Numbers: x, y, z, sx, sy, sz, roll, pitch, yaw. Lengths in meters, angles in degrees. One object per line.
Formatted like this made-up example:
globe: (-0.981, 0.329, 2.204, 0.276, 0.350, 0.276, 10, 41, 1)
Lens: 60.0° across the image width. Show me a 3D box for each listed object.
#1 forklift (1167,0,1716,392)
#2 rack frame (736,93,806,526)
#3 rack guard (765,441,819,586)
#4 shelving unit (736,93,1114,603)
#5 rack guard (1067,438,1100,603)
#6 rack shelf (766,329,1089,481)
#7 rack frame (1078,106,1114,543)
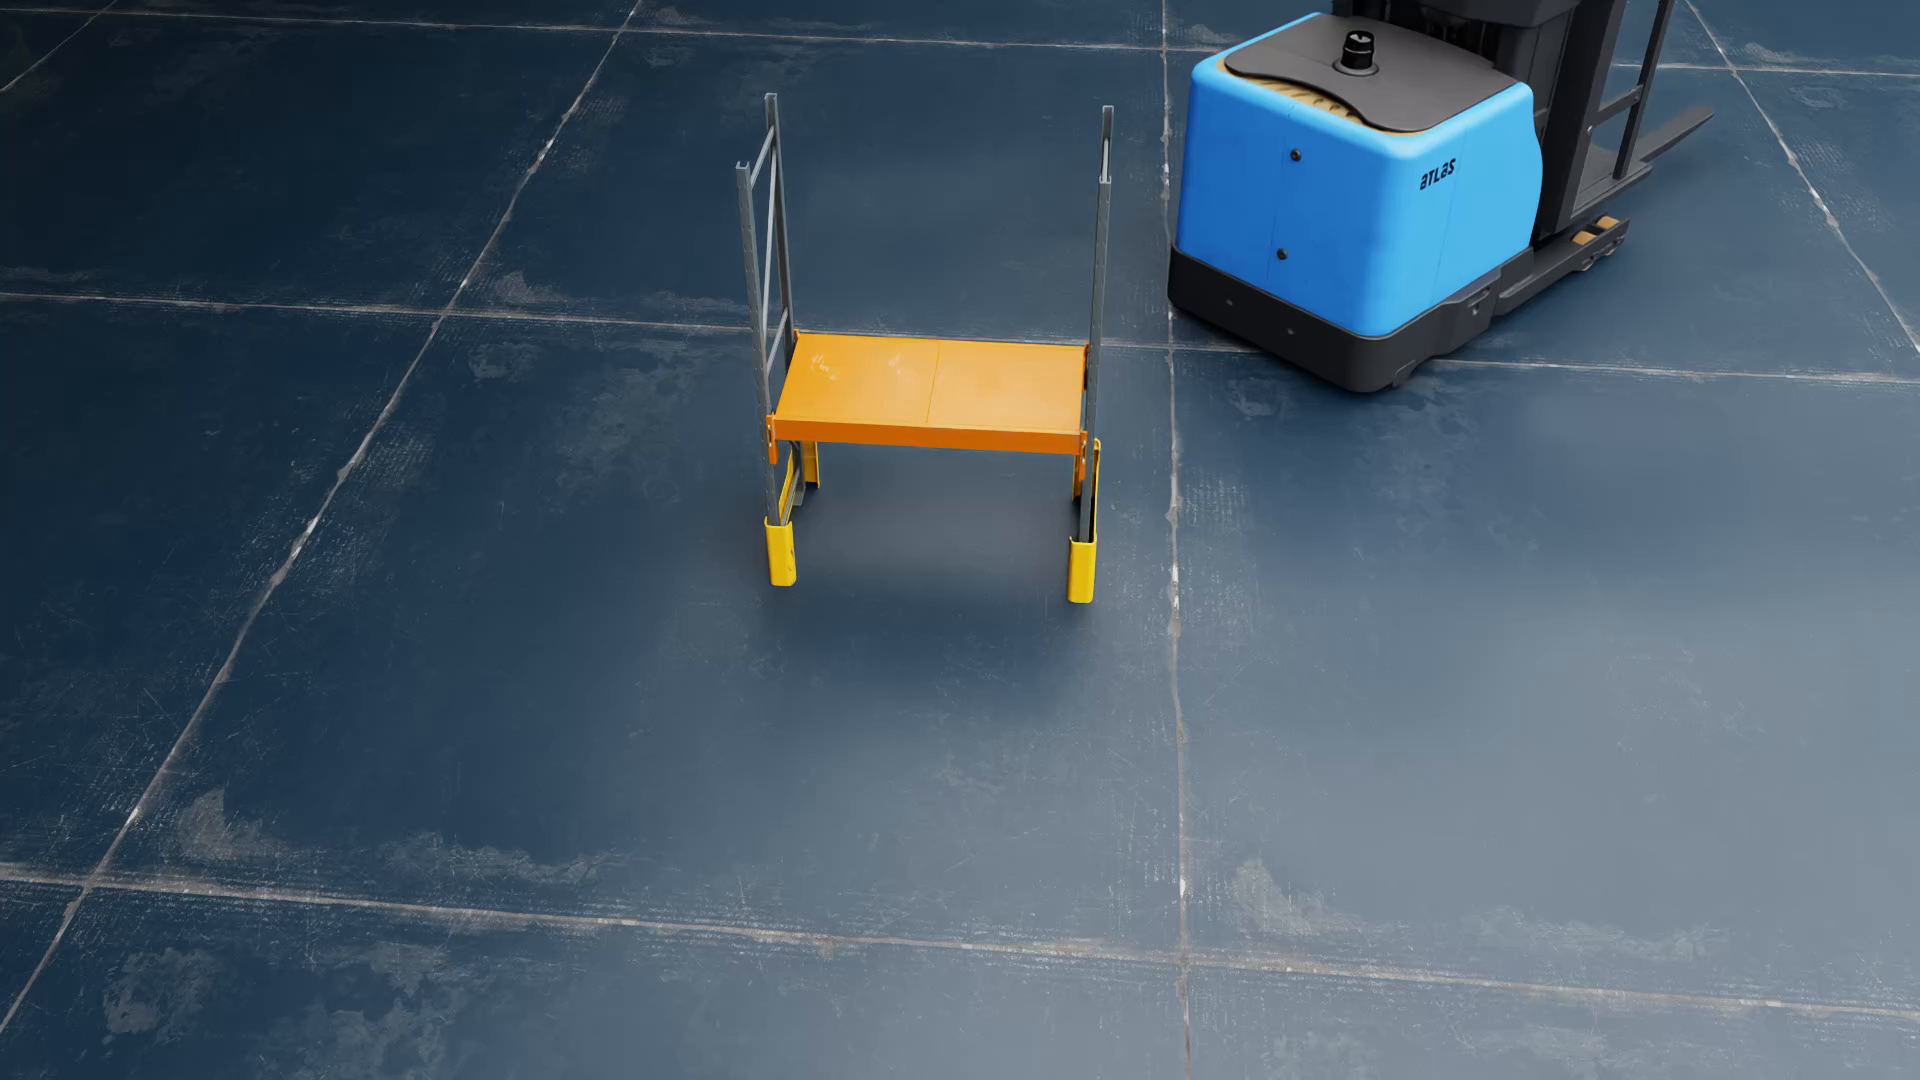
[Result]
forklift: (2.272, -2.511, 6.513, 3.031, 2.935, 1.130, -31, 48, -32)
rack frame: (-0.591, -0.614, 5.316, 0.032, 1.500, 0.500, 3, 39, 4)
rack guard: (-0.572, -0.128, 5.710, 0.087, 0.250, 0.587, 3, 39, 4)
shelving unit: (-0.076, -0.586, 5.282, 1.083, 1.500, 0.587, 3, 39, 4)
rack guard: (0.420, -0.074, 5.643, 0.087, 0.250, 0.587, 3, 39, 4)
rack shelf: (-0.085, -0.447, 5.396, 1.000, 0.185, 0.538, 3, 39, 4)
rack frame: (0.421, -0.559, 5.248, 0.032, 1.500, 0.500, 3, 39, 4)
